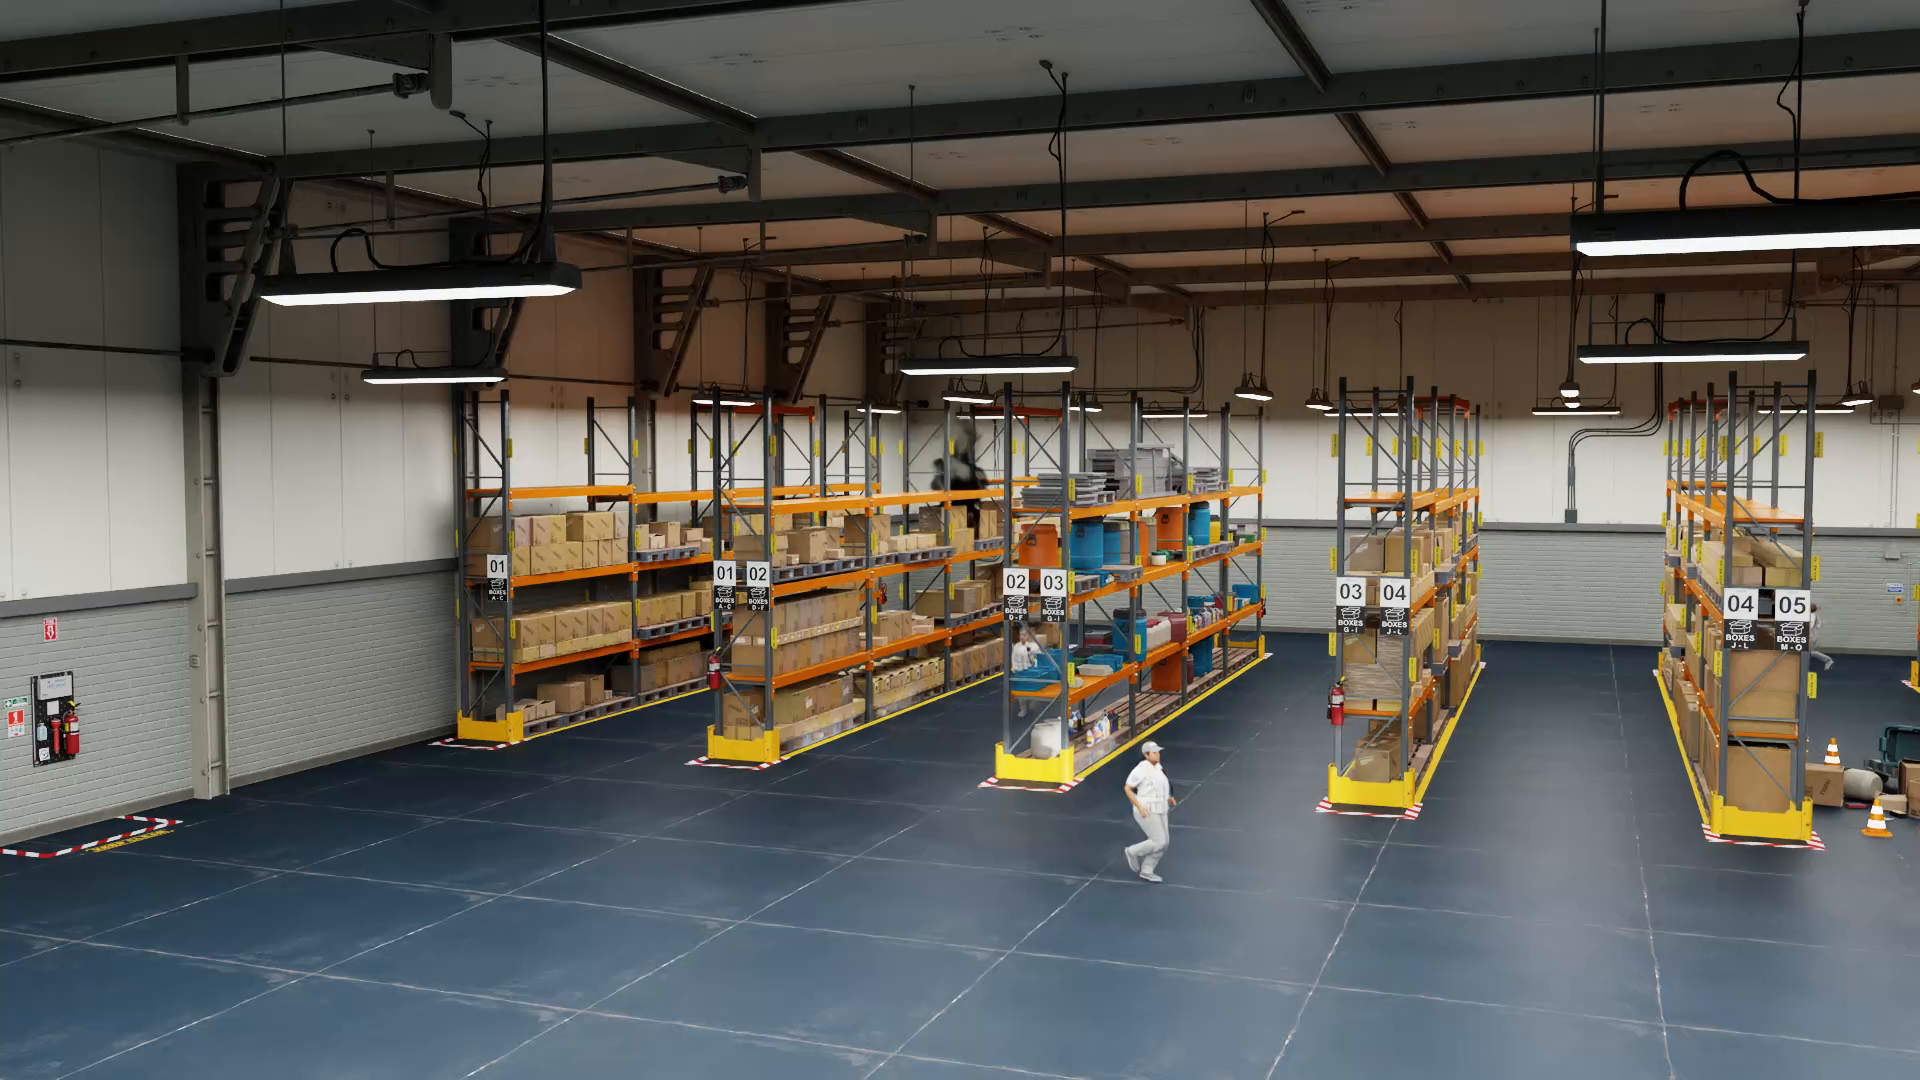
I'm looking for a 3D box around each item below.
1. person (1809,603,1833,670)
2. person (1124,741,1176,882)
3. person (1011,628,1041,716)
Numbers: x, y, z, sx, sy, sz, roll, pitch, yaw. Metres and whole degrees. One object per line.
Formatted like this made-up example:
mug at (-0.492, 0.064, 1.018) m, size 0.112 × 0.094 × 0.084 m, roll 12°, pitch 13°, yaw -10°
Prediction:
person at (18.929, 2.170, 36.878) m, size 0.804 × 1.576 × 0.538 m, roll 2°, pitch 3°, yaw 26°
person at (2.221, 3.138, 19.216) m, size 0.547 × 1.624 × 0.607 m, roll 3°, pitch 4°, yaw 39°
person at (1.237, 2.462, 31.210) m, size 0.652 × 1.654 × 0.572 m, roll 1°, pitch 3°, yaw 18°
